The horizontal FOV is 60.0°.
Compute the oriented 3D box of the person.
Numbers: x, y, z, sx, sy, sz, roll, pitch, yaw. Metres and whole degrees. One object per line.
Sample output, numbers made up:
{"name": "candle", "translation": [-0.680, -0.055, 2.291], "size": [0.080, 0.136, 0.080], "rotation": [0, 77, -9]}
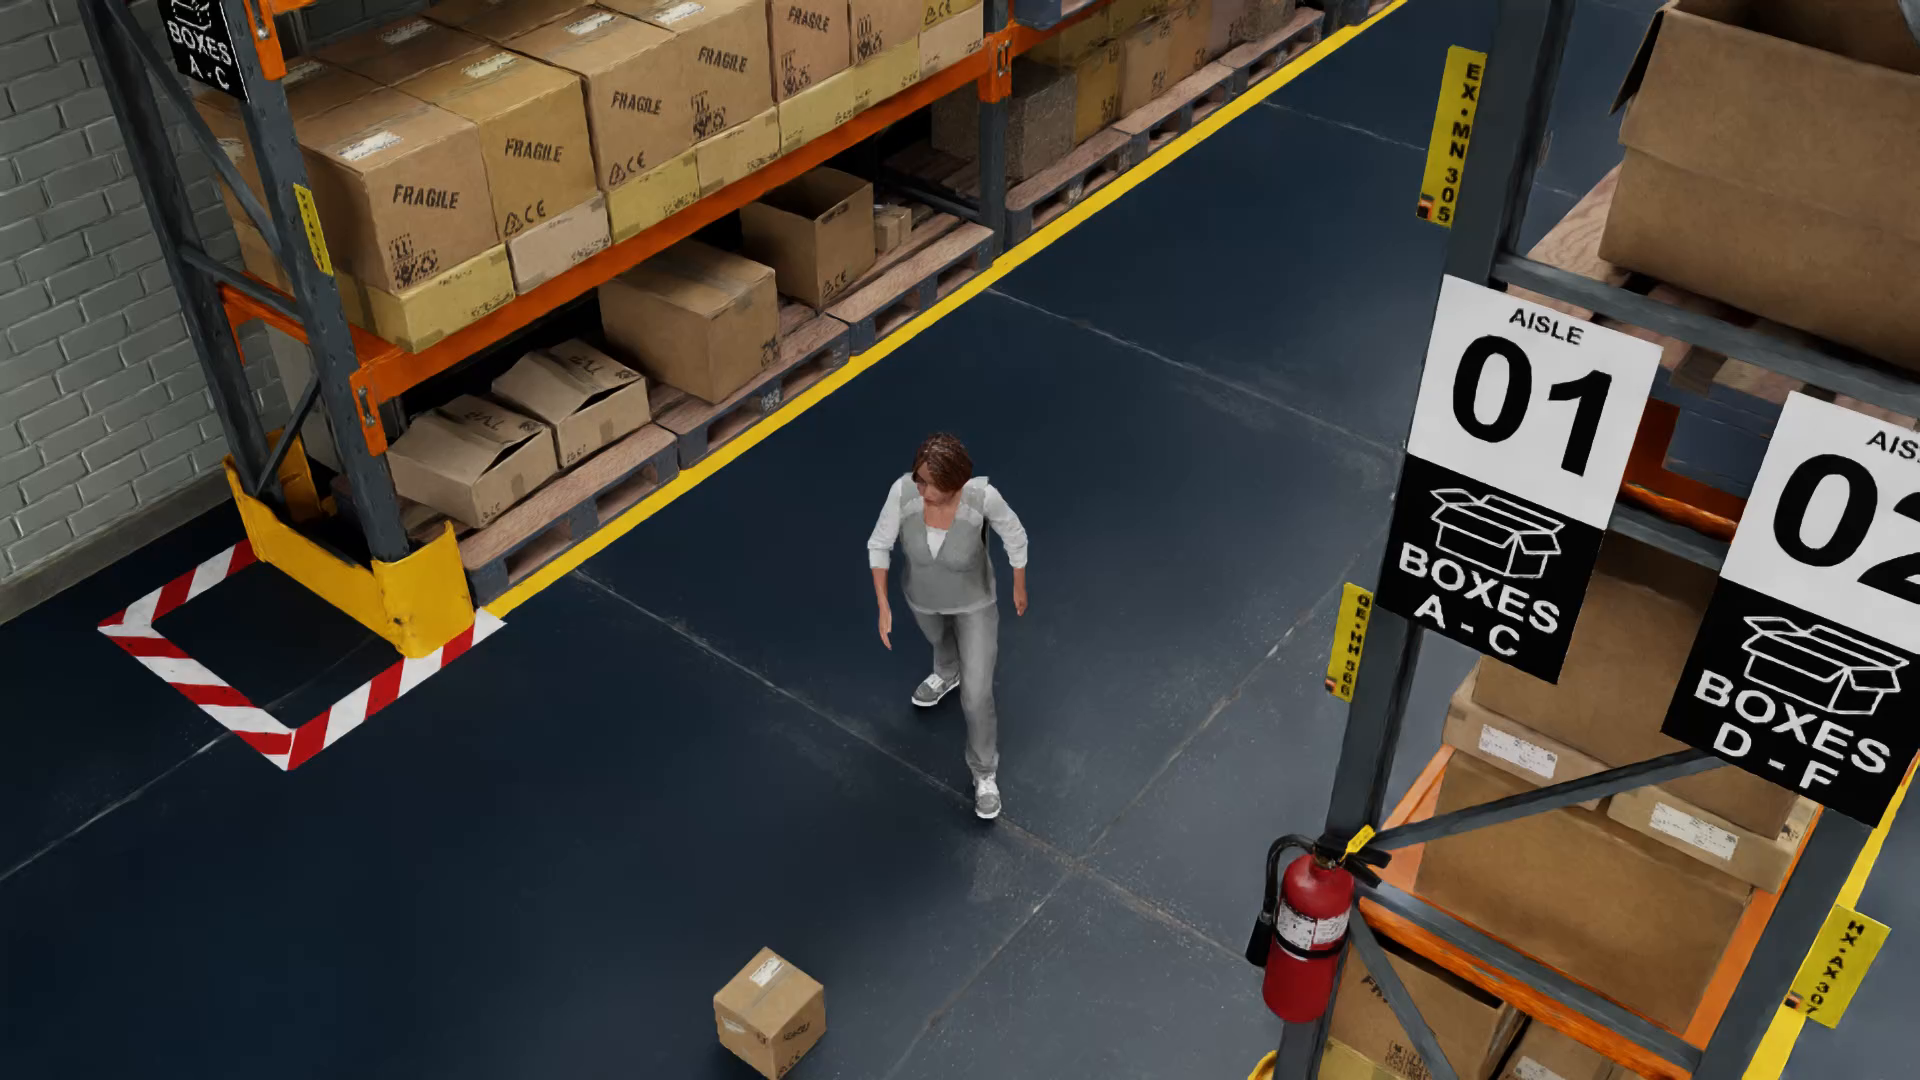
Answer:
{"name": "person", "translation": [-0.016, 0.195, 5.946], "size": [0.566, 1.540, 0.751], "rotation": [13, 41, 15]}
